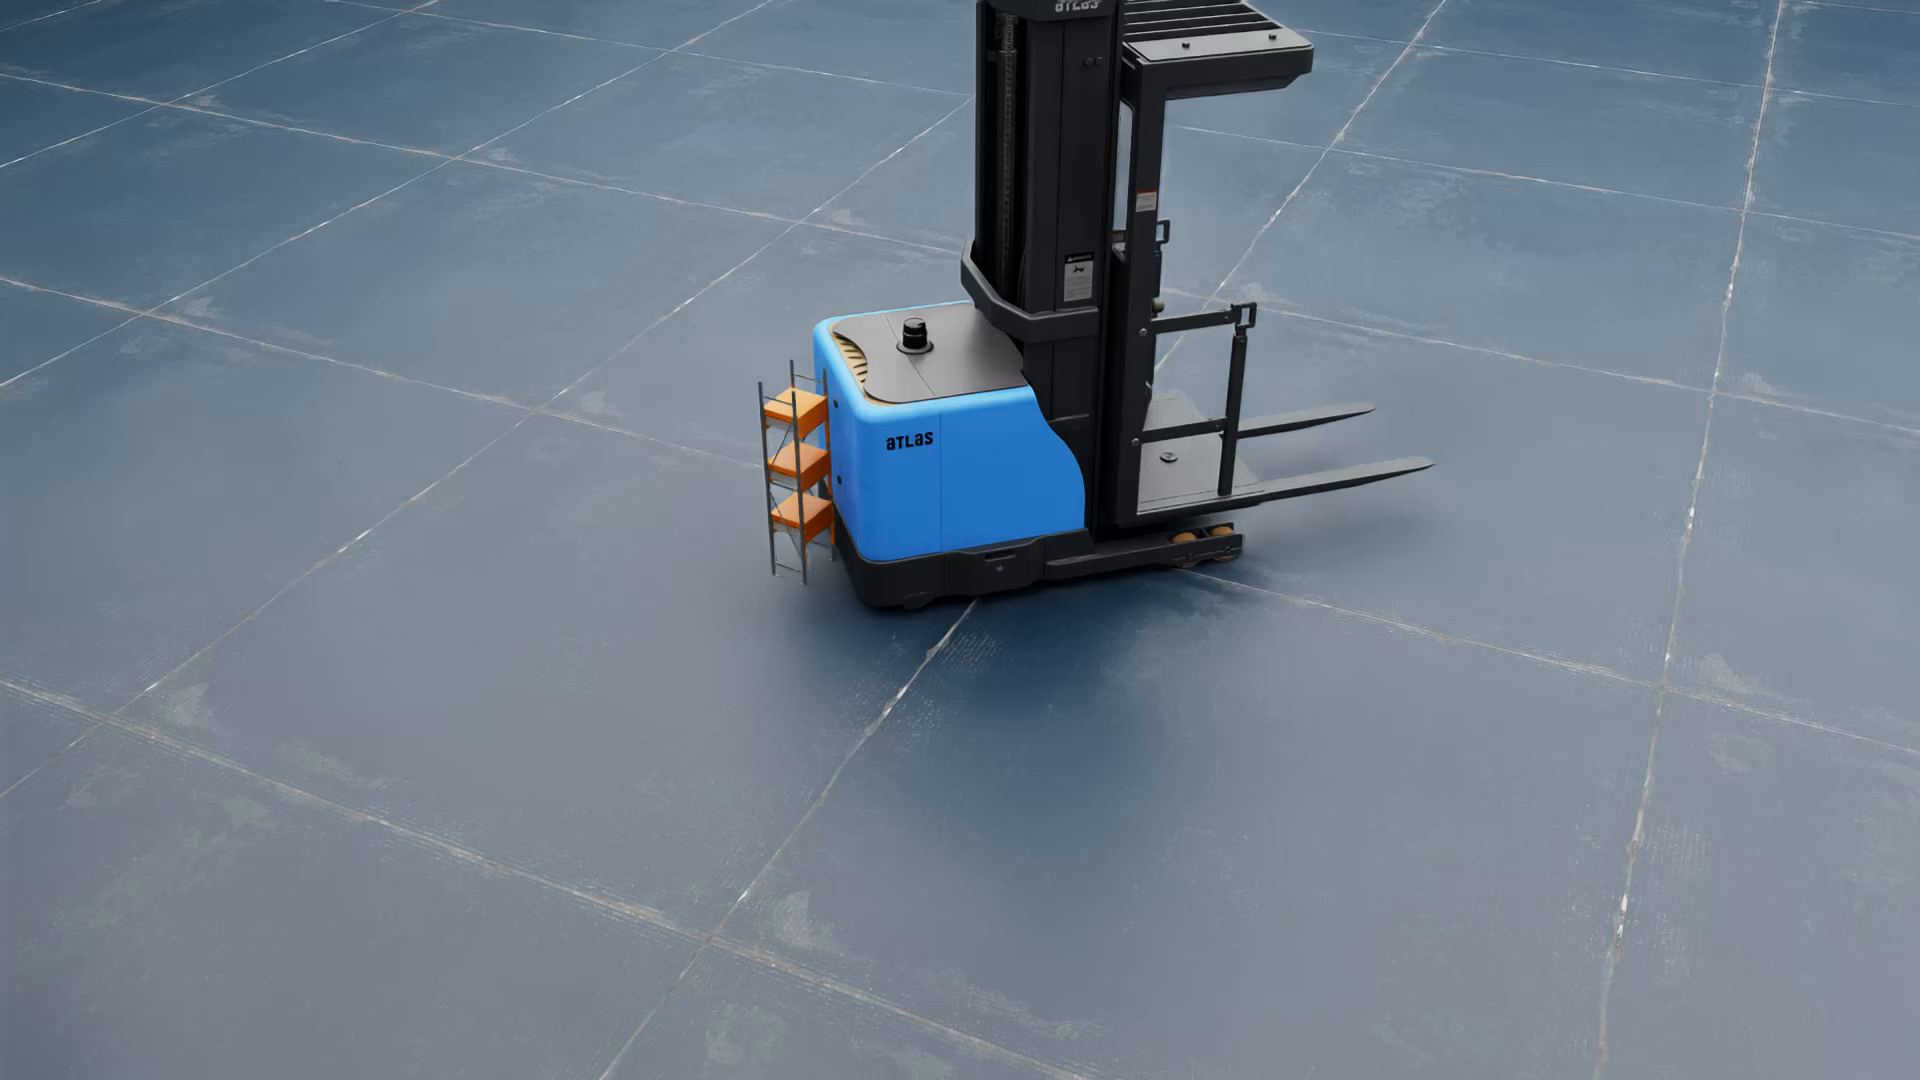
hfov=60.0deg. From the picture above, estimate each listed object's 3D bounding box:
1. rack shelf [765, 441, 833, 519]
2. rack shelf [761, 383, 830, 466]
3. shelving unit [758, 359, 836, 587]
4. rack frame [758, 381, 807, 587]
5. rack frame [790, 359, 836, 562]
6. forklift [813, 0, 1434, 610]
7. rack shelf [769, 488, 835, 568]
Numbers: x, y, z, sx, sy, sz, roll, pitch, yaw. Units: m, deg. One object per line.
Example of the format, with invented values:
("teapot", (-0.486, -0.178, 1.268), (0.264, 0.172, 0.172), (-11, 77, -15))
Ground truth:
("rack shelf", (-0.752, -0.292, 7.757), (0.215, 0.259, 0.240), (18, 37, 25))
("rack shelf", (-0.752, -0.529, 7.602), (0.215, 0.259, 0.240), (18, 37, 25))
("shelving unit", (-0.752, -0.301, 7.751), (0.215, 1.050, 0.252), (18, 37, 25))
("rack frame", (-0.814, -0.243, 7.663), (0.200, 1.050, 0.008), (18, 37, 25))
("rack frame", (-0.691, -0.359, 7.840), (0.200, 1.050, 0.008), (18, 37, 25))
("forklift", (0.863, -1.360, 7.650), (3.031, 2.935, 1.130), (-9, 34, -14))
("rack shelf", (-0.752, -0.060, 7.910), (0.215, 0.259, 0.240), (18, 37, 25))
